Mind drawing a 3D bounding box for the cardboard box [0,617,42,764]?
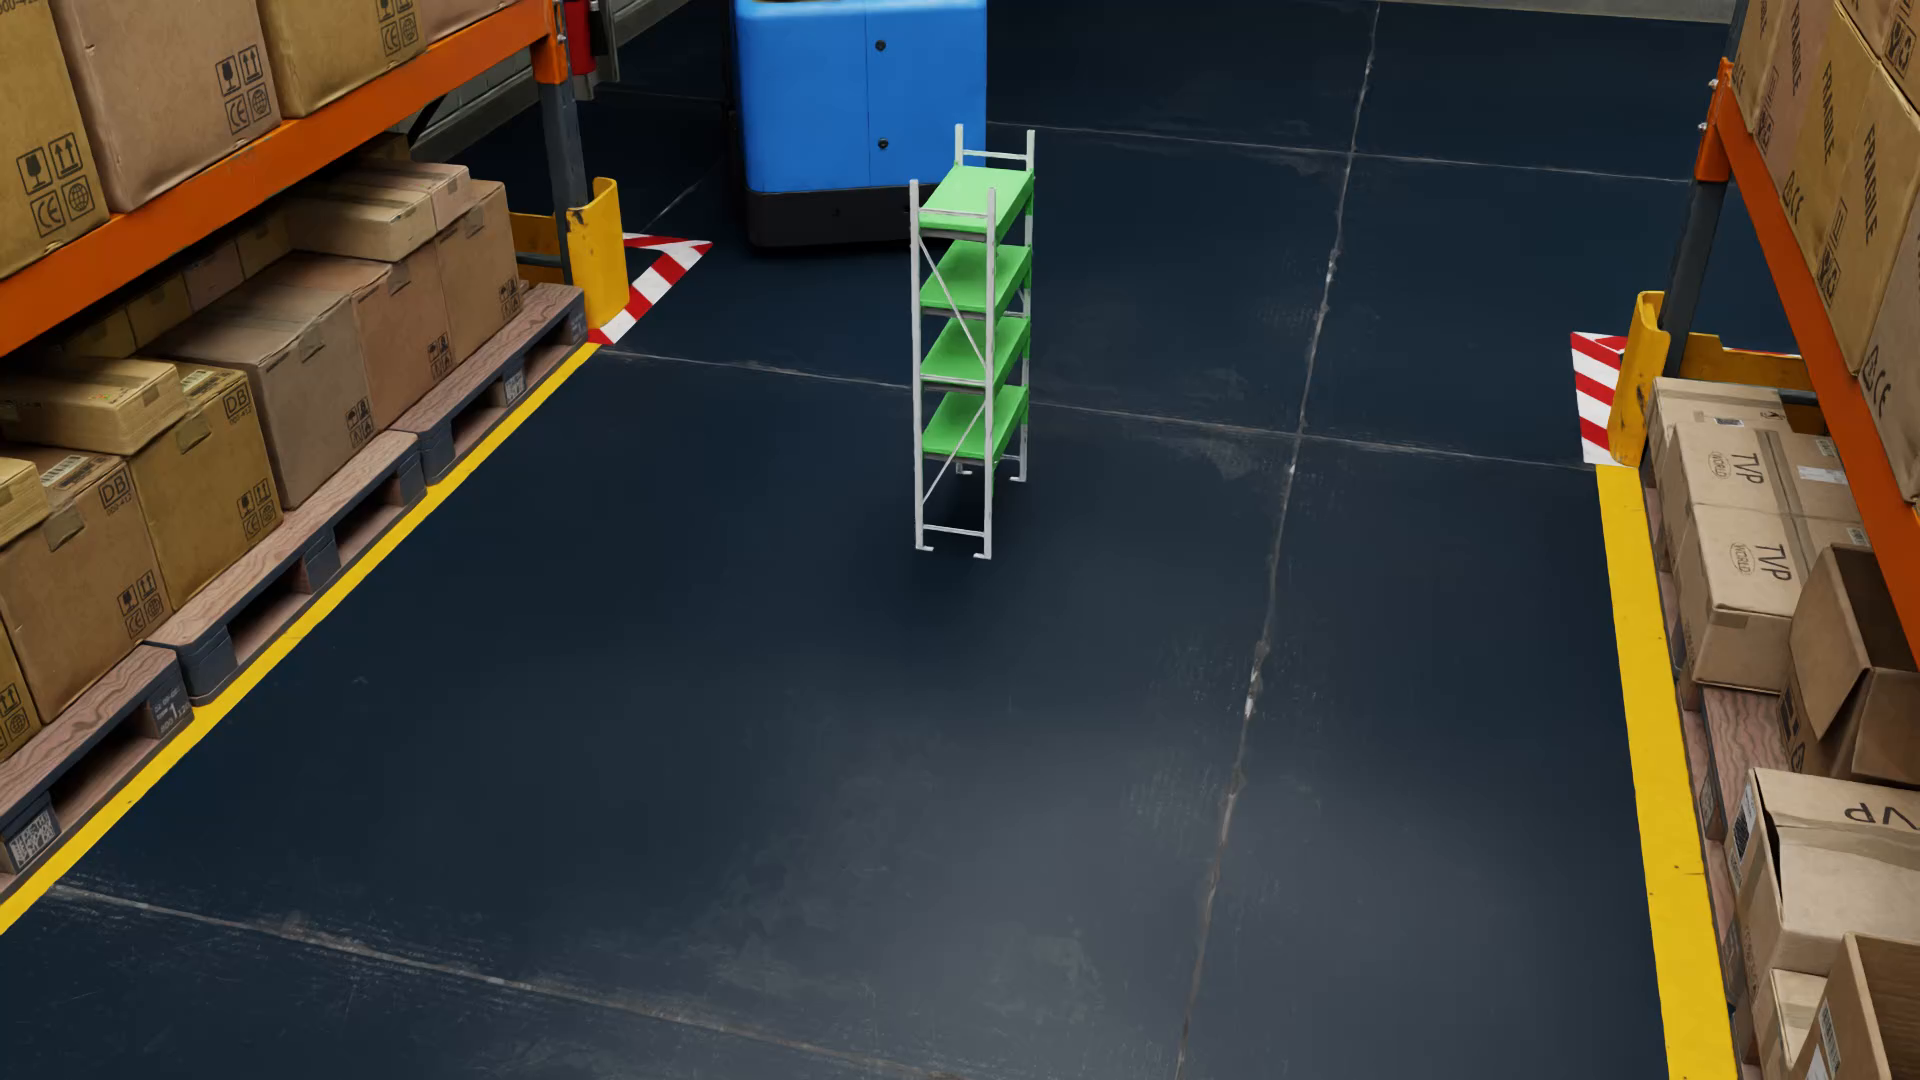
[{"bbox_3d":[-2.673,0.336,3.864,0.700,0.500,0.500,8,33,13],"label":"cardboard box"}]

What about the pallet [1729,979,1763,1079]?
[{"bbox_3d":[2.006,1.326,2.968,1.003,0.211,1.213,8,33,12],"label":"pallet"}]

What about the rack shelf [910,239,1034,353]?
[{"bbox_3d":[0.042,-0.741,4.969,0.258,0.148,0.480,8,33,12],"label":"rack shelf"}]

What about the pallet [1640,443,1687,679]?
[{"bbox_3d":[2.625,0.060,4.960,1.003,0.211,1.213,8,33,12],"label":"pallet"}]

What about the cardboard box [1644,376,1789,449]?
[{"bbox_3d":[2.407,-0.383,5.303,0.380,0.149,0.250,8,33,12],"label":"cardboard box"}]

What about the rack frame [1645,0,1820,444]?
[{"bbox_3d":[2.846,-1.571,4.924,1.000,3.000,0.127,8,33,12],"label":"rack frame"}]

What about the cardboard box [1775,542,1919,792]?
[{"bbox_3d":[2.302,0.397,3.746,0.797,0.503,0.637,8,33,12],"label":"cardboard box"}]

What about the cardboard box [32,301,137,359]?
[{"bbox_3d":[-2.574,-0.565,4.677,0.380,0.149,0.250,7,33,12],"label":"cardboard box"}]

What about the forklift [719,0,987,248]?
[{"bbox_3d":[-0.622,-3.258,7.643,1.130,2.935,3.031,-5,33,-8],"label":"forklift"}]

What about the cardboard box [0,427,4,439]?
[{"bbox_3d":[-2.704,-0.300,4.260,0.380,0.149,0.250,7,33,11],"label":"cardboard box"}]

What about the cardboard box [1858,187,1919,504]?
[{"bbox_3d":[1.967,-0.366,2.936,0.500,0.500,0.500,9,33,13],"label":"cardboard box"}]

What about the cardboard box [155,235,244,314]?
[{"bbox_3d":[-2.445,-0.829,5.093,0.380,0.149,0.250,8,33,13],"label":"cardboard box"}]

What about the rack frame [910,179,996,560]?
[{"bbox_3d":[-0.020,-0.466,4.864,0.240,1.200,0.015,8,33,12],"label":"rack frame"}]

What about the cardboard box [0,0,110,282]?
[{"bbox_3d":[-2.618,-0.951,3.671,0.980,0.700,0.700,7,33,11],"label":"cardboard box"}]

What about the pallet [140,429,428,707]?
[{"bbox_3d":[-2.386,-0.010,5.068,1.003,0.211,1.213,8,33,12],"label":"pallet"}]

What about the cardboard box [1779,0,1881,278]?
[{"bbox_3d":[2.222,-0.890,3.761,0.500,0.500,0.500,8,33,12],"label":"cardboard box"}]

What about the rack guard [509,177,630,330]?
[{"bbox_3d":[-1.941,-1.201,6.673,1.175,0.500,0.348,8,33,12],"label":"rack guard"}]

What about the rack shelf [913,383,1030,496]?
[{"bbox_3d":[0.042,-0.336,5.226,0.258,0.148,0.480,8,33,12],"label":"rack shelf"}]

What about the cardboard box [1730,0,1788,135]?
[{"bbox_3d":[2.478,-1.418,4.592,0.500,0.500,0.500,9,33,13],"label":"cardboard box"}]

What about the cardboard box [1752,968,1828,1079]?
[{"bbox_3d":[1.738,0.986,3.151,0.380,0.149,0.250,8,33,12],"label":"cardboard box"}]

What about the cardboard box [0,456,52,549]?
[{"bbox_3d":[-2.410,-0.090,3.930,0.380,0.149,0.250,9,34,14],"label":"cardboard box"}]

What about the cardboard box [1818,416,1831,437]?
[{"bbox_3d":[2.946,-0.386,4.980,0.500,0.500,0.500,8,33,12],"label":"cardboard box"}]

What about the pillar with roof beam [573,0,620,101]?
[{"bbox_3d":[2.066,-5.707,5.840,9.100,9.000,0.400,8,33,12],"label":"pillar with roof beam"}]

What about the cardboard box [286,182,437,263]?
[{"bbox_3d":[-1.948,-1.038,5.421,0.380,0.149,0.250,9,34,14],"label":"cardboard box"}]

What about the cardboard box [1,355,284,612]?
[{"bbox_3d":[-2.410,-0.190,4.692,0.700,0.500,0.500,9,33,14],"label":"cardboard box"}]

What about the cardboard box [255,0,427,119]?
[{"bbox_3d":[-2.240,-1.725,4.887,0.980,0.700,0.700,8,33,12],"label":"cardboard box"}]

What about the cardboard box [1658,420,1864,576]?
[{"bbox_3d":[2.306,-0.093,4.753,0.500,0.250,0.500,8,33,12],"label":"cardboard box"}]

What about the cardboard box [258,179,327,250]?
[{"bbox_3d":[-2.317,-1.091,5.505,0.380,0.149,0.250,8,33,12],"label":"cardboard box"}]

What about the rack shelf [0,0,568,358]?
[{"bbox_3d":[-2.454,-0.902,4.543,1.077,0.370,4.000,8,33,12],"label":"rack shelf"}]

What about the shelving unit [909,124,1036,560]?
[{"bbox_3d":[0.042,-0.592,5.063,0.258,1.200,0.503,8,33,12],"label":"shelving unit"}]

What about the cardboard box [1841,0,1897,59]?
[{"bbox_3d":[2.221,-1.309,3.488,0.500,0.500,0.500,8,33,13],"label":"cardboard box"}]

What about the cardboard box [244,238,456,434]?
[{"bbox_3d":[-2.155,-0.729,5.539,0.700,0.500,0.500,8,33,12],"label":"cardboard box"}]
